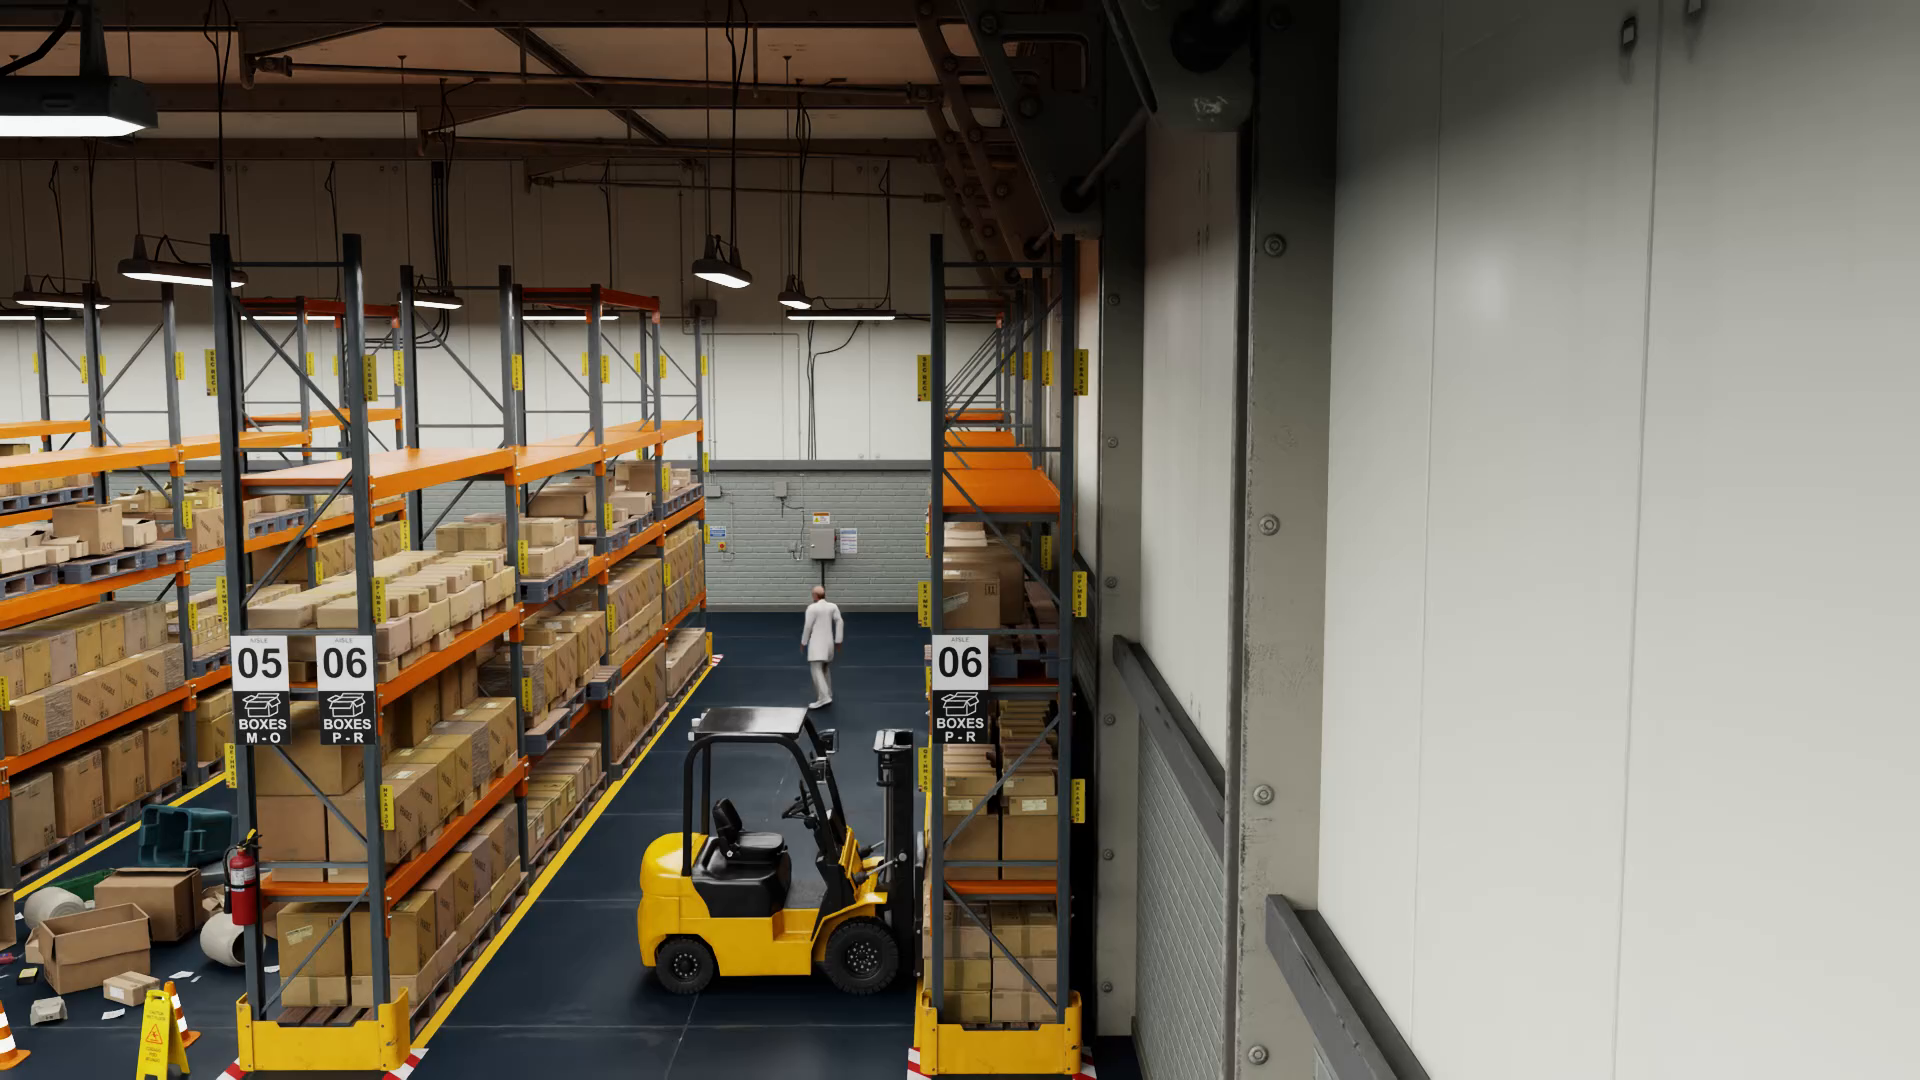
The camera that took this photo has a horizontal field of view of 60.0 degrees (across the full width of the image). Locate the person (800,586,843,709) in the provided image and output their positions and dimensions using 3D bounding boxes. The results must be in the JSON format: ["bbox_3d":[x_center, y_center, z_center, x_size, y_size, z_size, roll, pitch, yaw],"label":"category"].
[{"bbox_3d":[-1.995,1.577,24.626,0.683,1.777,0.679,6,9,44],"label":"person"}]
